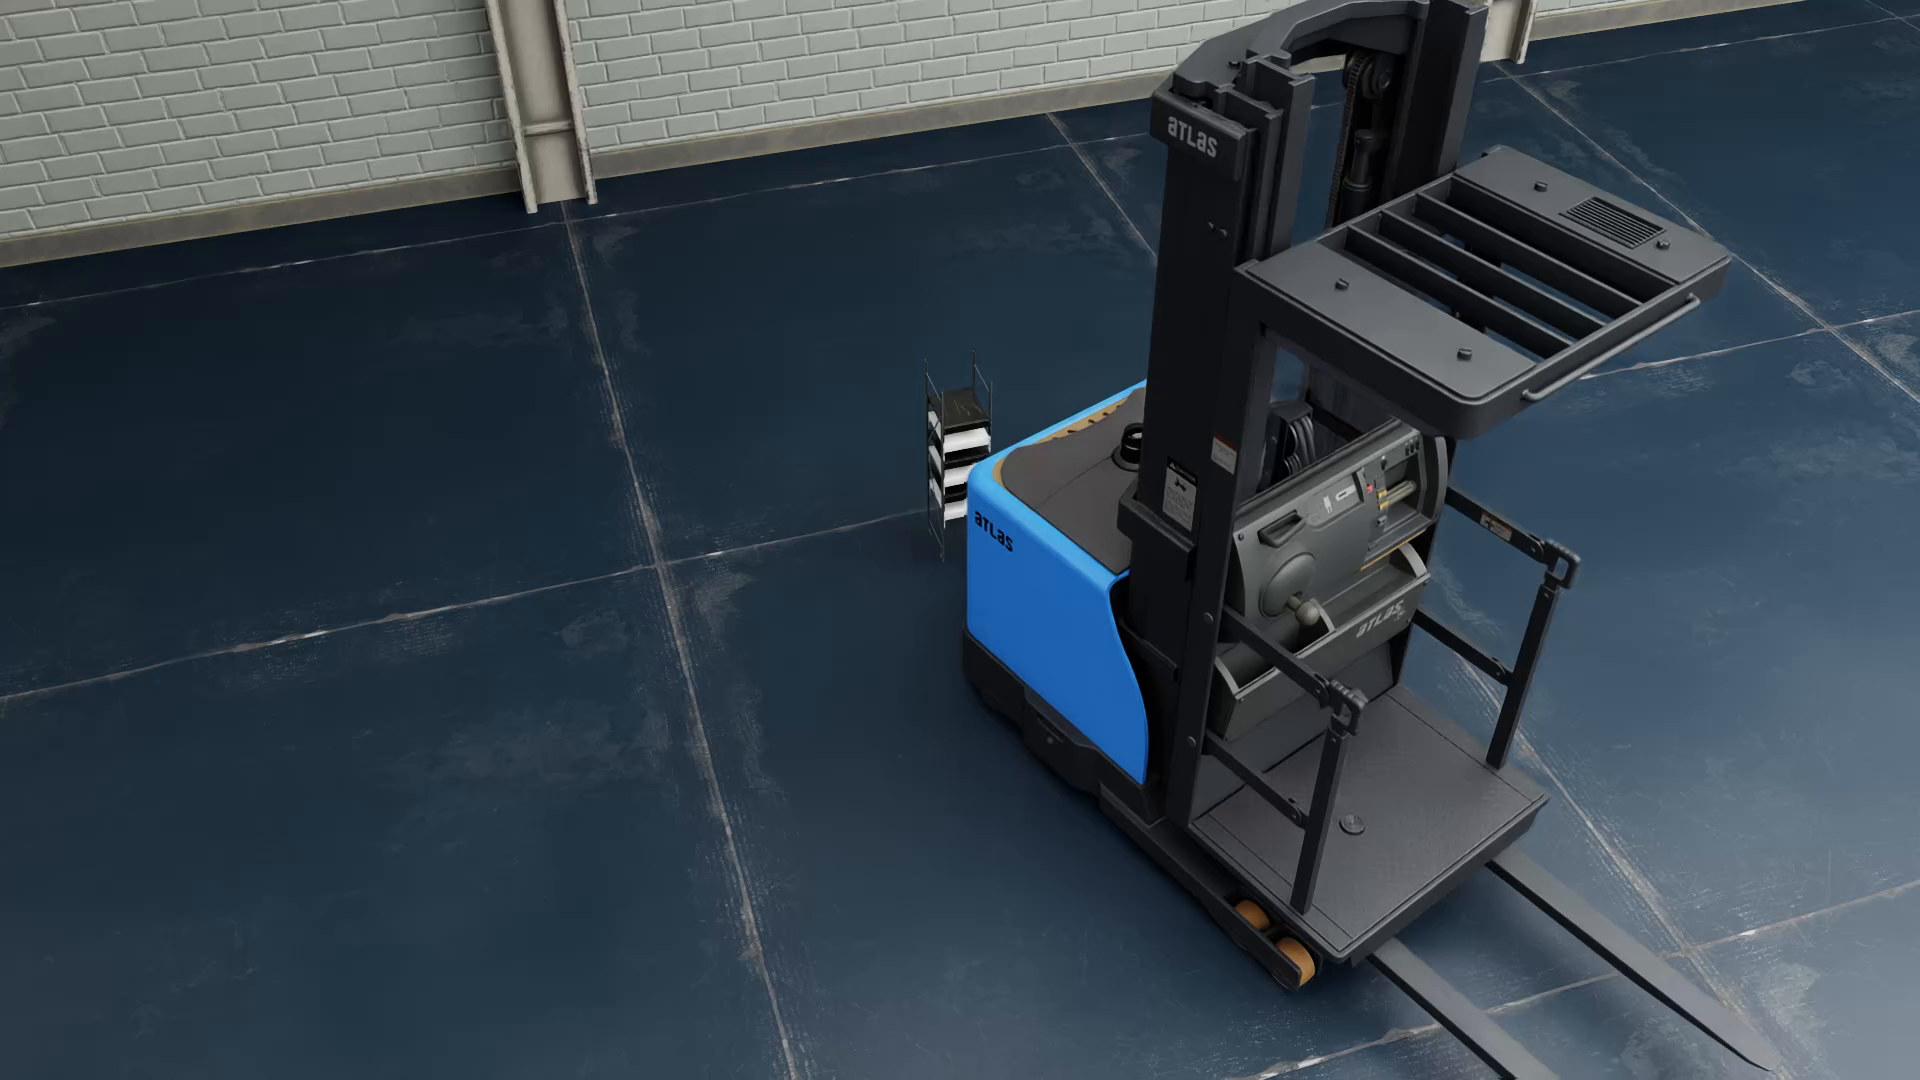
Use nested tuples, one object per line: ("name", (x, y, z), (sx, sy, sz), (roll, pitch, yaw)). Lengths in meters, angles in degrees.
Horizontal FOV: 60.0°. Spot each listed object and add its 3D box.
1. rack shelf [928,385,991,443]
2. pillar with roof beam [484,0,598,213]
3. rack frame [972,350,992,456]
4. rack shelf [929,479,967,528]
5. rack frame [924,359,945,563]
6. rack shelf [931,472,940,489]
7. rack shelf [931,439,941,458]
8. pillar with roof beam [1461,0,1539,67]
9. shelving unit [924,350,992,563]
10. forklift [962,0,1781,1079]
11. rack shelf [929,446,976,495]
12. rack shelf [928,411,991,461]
("rack shelf", (-0.008, -0.516, 6.796), (0.200, 0.077, 0.258), (-12, 42, -13))
("pillar with roof beam", (-0.998, -2.659, 3.454), (0.400, 9.000, 9.100), (-12, 42, -13))
("rack frame", (0.089, -0.357, 6.975), (0.006, 0.900, 0.240), (-12, 42, -13))
("rack shelf", (-0.008, -0.177, 7.092), (0.200, 0.077, 0.258), (-12, 42, -13))
("rack frame", (-0.105, -0.317, 6.929), (0.006, 0.900, 0.240), (-12, 42, -13))
("rack shelf", (-0.008, -0.256, 7.023), (0.184, 0.015, 0.199), (-12, 42, -13))
("rack shelf", (-0.008, -0.391, 6.905), (0.184, 0.015, 0.199), (-12, 42, -13))
("pillar with roof beam", (4.725, -3.845, 4.811), (0.400, 9.000, 9.100), (-12, 42, -13))
("shelving unit", (-0.008, -0.337, 6.952), (0.210, 0.900, 0.258), (-12, 42, -13))
("forklift", (1.316, 0.013, 5.008), (1.130, 2.935, 3.031), (-27, 48, -28))
("rack shelf", (-0.008, -0.312, 6.974), (0.200, 0.077, 0.258), (-12, 42, -13))
("rack shelf", (-0.008, -0.448, 6.856), (0.200, 0.077, 0.258), (-12, 42, -13))
